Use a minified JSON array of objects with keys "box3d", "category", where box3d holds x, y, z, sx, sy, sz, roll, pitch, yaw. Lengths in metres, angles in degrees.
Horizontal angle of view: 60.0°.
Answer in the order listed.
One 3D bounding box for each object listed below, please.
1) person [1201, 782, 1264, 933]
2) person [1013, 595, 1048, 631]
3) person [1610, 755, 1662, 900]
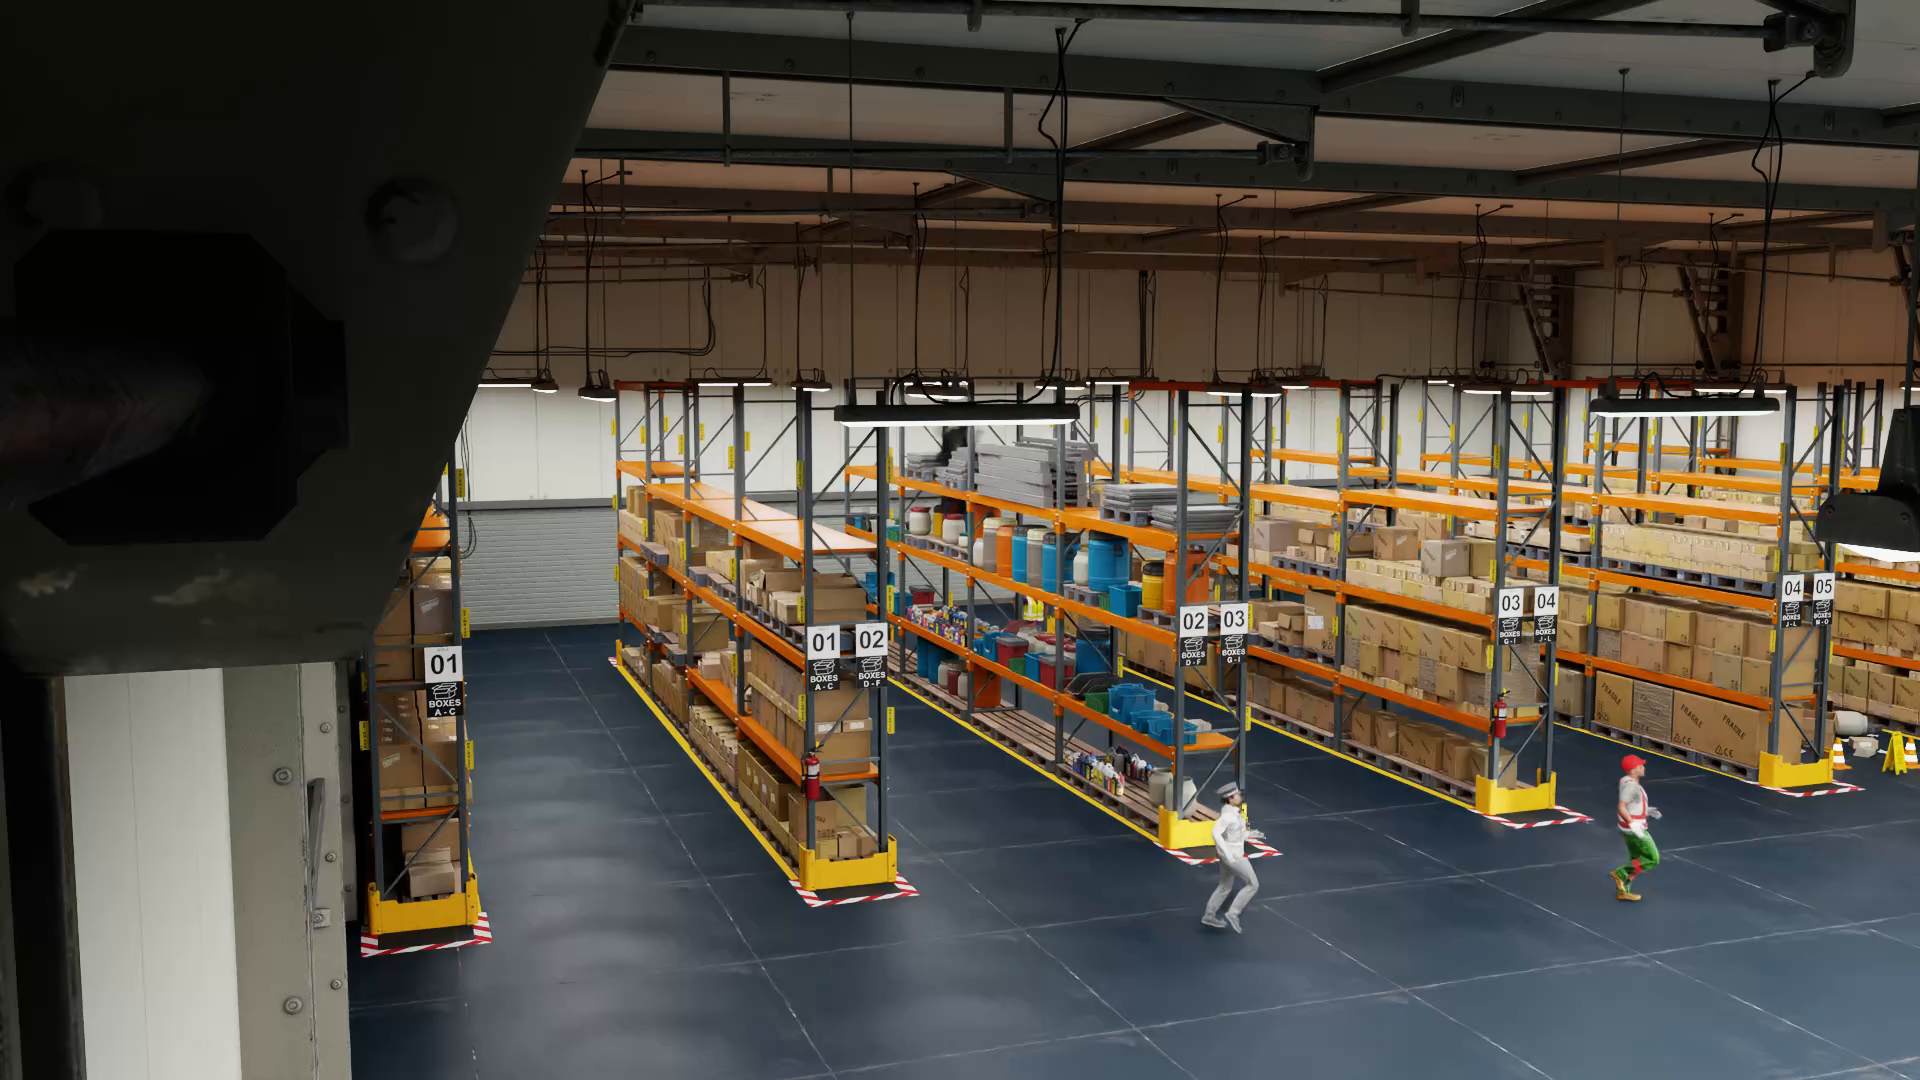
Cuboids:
[{"box3d":[3.048,3.536,18.543,0.677,1.695,0.581,0,6,0],"category":"person"},{"box3d":[1.488,1.656,33.354,0.731,1.770,0.830,-3,7,-27],"category":"person"},{"box3d":[7.975,3.396,19.601,0.582,1.737,0.656,1,6,13],"category":"person"}]
